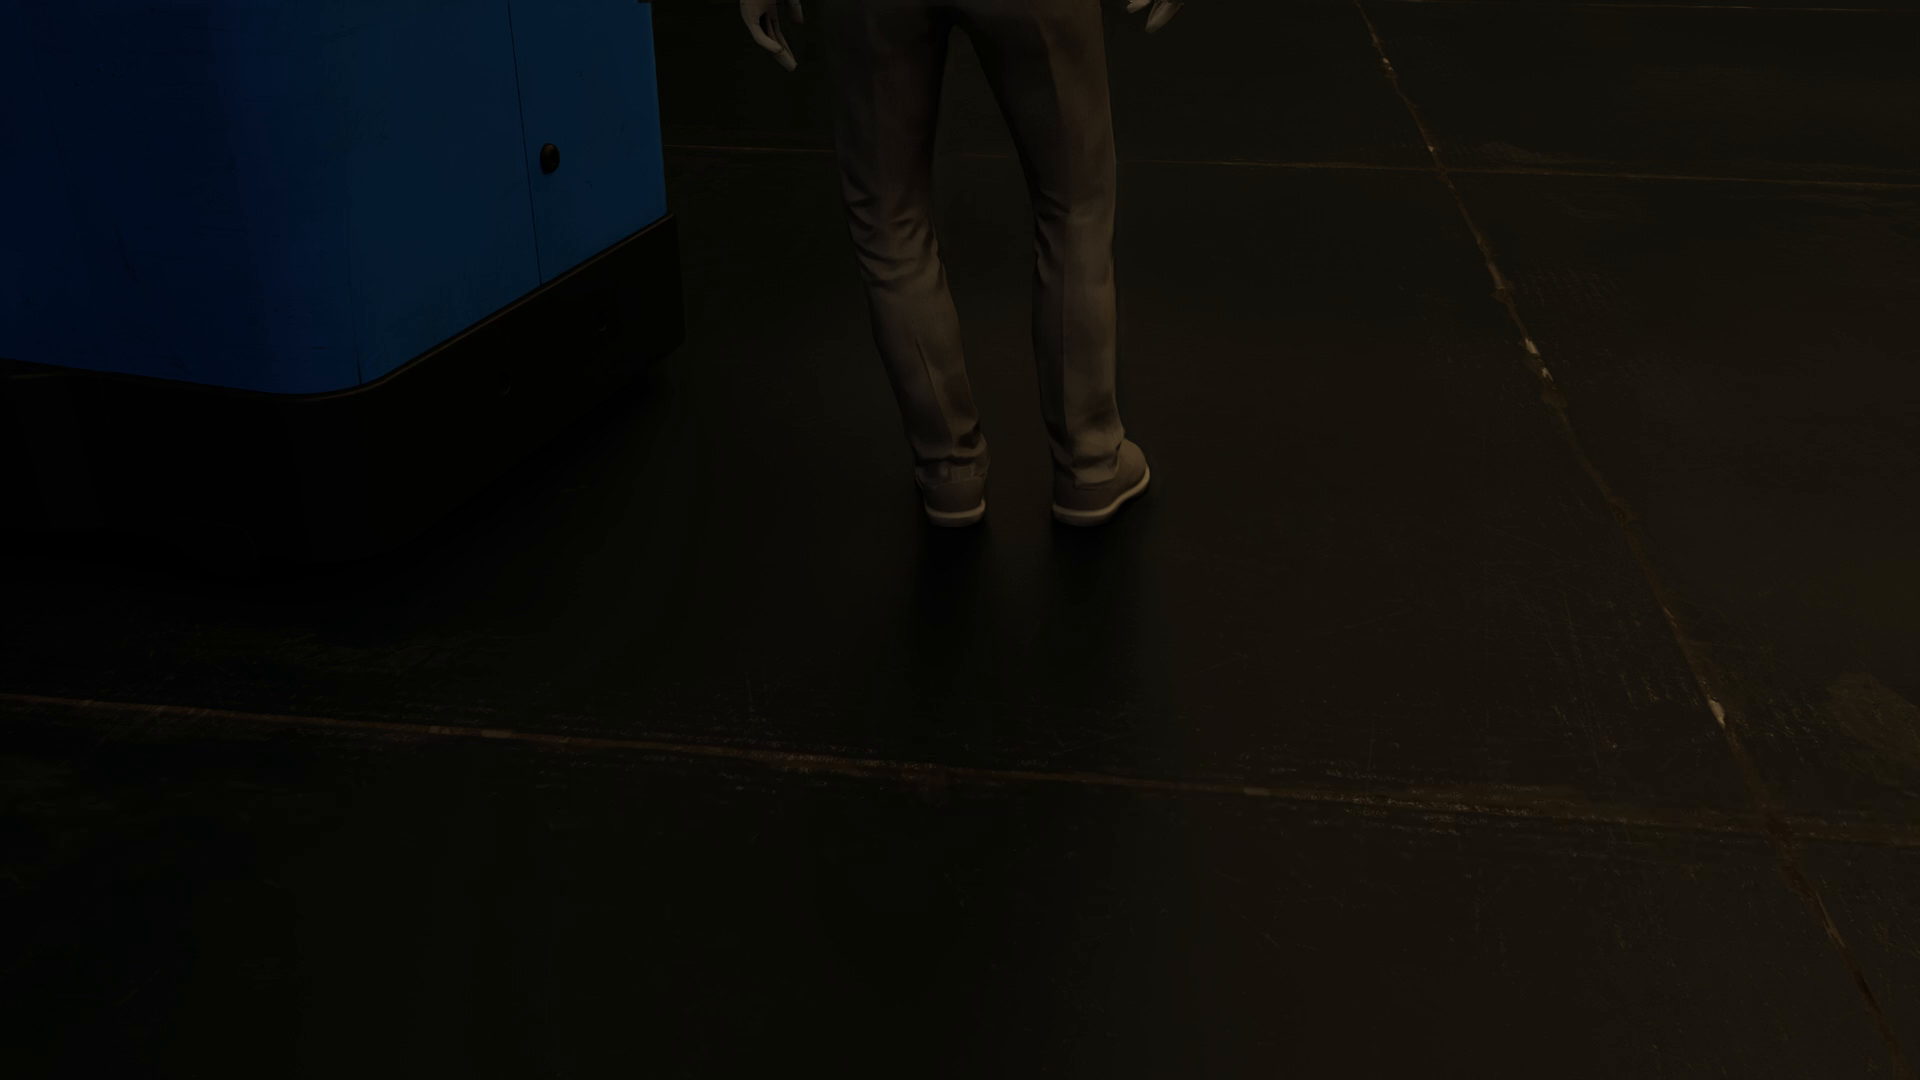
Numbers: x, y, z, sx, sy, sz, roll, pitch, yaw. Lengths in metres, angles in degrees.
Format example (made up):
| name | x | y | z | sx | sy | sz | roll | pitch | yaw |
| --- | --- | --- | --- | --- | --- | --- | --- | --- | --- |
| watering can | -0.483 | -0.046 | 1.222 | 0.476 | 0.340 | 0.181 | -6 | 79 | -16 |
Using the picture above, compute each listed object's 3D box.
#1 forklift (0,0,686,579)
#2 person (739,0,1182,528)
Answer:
| name | x | y | z | sx | sy | sz | roll | pitch | yaw |
| --- | --- | --- | --- | --- | --- | --- | --- | --- | --- |
| forklift | -2.085 | -1.631 | 2.486 | 3.031 | 2.935 | 1.130 | 8 | 28 | 16 |
| person | 0.002 | -0.788 | 2.215 | 0.636 | 1.672 | 0.438 | 2 | 27 | 4 |
